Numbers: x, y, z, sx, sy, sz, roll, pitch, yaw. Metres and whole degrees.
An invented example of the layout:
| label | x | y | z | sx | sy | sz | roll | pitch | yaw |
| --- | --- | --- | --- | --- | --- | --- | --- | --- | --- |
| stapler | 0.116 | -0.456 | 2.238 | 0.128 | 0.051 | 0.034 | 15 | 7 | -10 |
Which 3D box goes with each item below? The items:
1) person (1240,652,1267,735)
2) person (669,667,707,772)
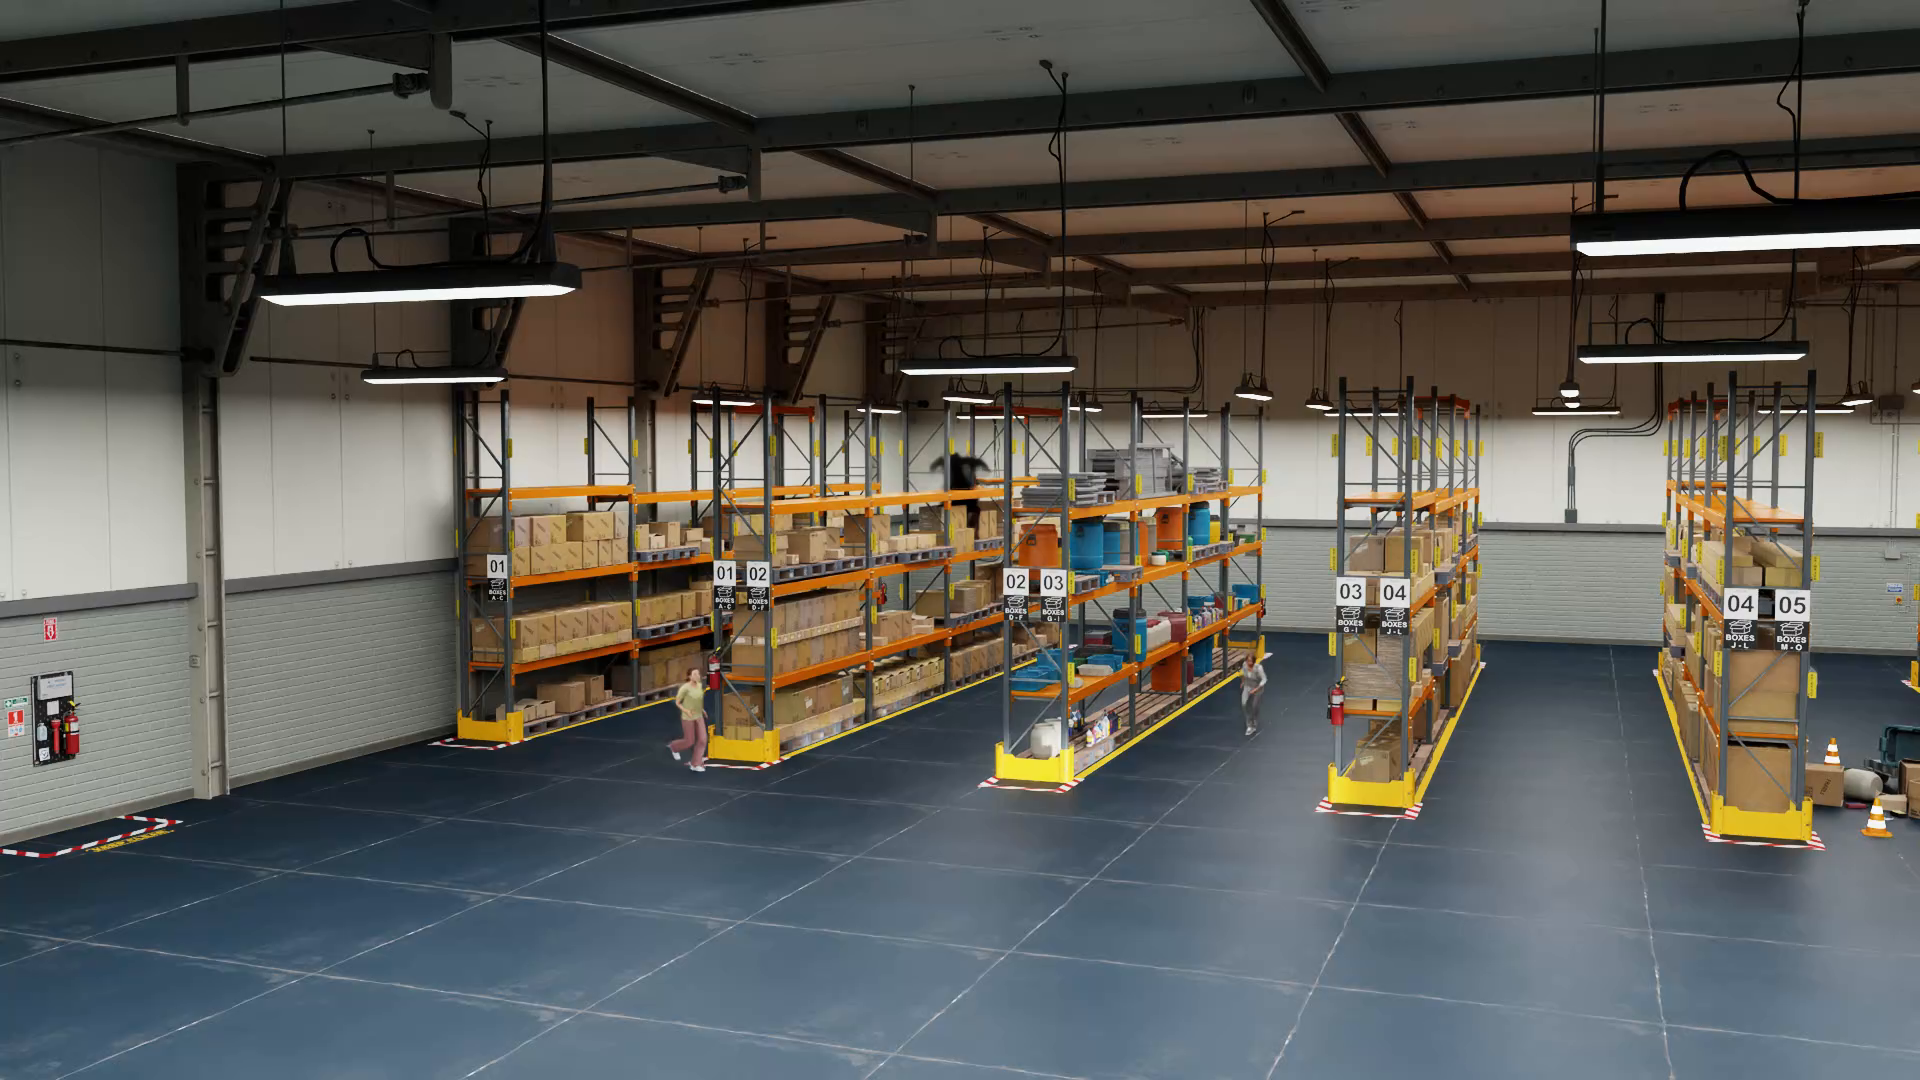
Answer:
| label | x | y | z | sx | sy | sz | roll | pitch | yaw |
| --- | --- | --- | --- | --- | --- | --- | --- | --- | --- |
| person | 5.201 | 2.660 | 29.290 | 0.515 | 1.439 | 0.970 | 1 | 3 | 24 |
| person | -4.215 | 2.767 | 25.871 | 0.773 | 1.626 | 0.564 | 3 | 4 | 44 |
